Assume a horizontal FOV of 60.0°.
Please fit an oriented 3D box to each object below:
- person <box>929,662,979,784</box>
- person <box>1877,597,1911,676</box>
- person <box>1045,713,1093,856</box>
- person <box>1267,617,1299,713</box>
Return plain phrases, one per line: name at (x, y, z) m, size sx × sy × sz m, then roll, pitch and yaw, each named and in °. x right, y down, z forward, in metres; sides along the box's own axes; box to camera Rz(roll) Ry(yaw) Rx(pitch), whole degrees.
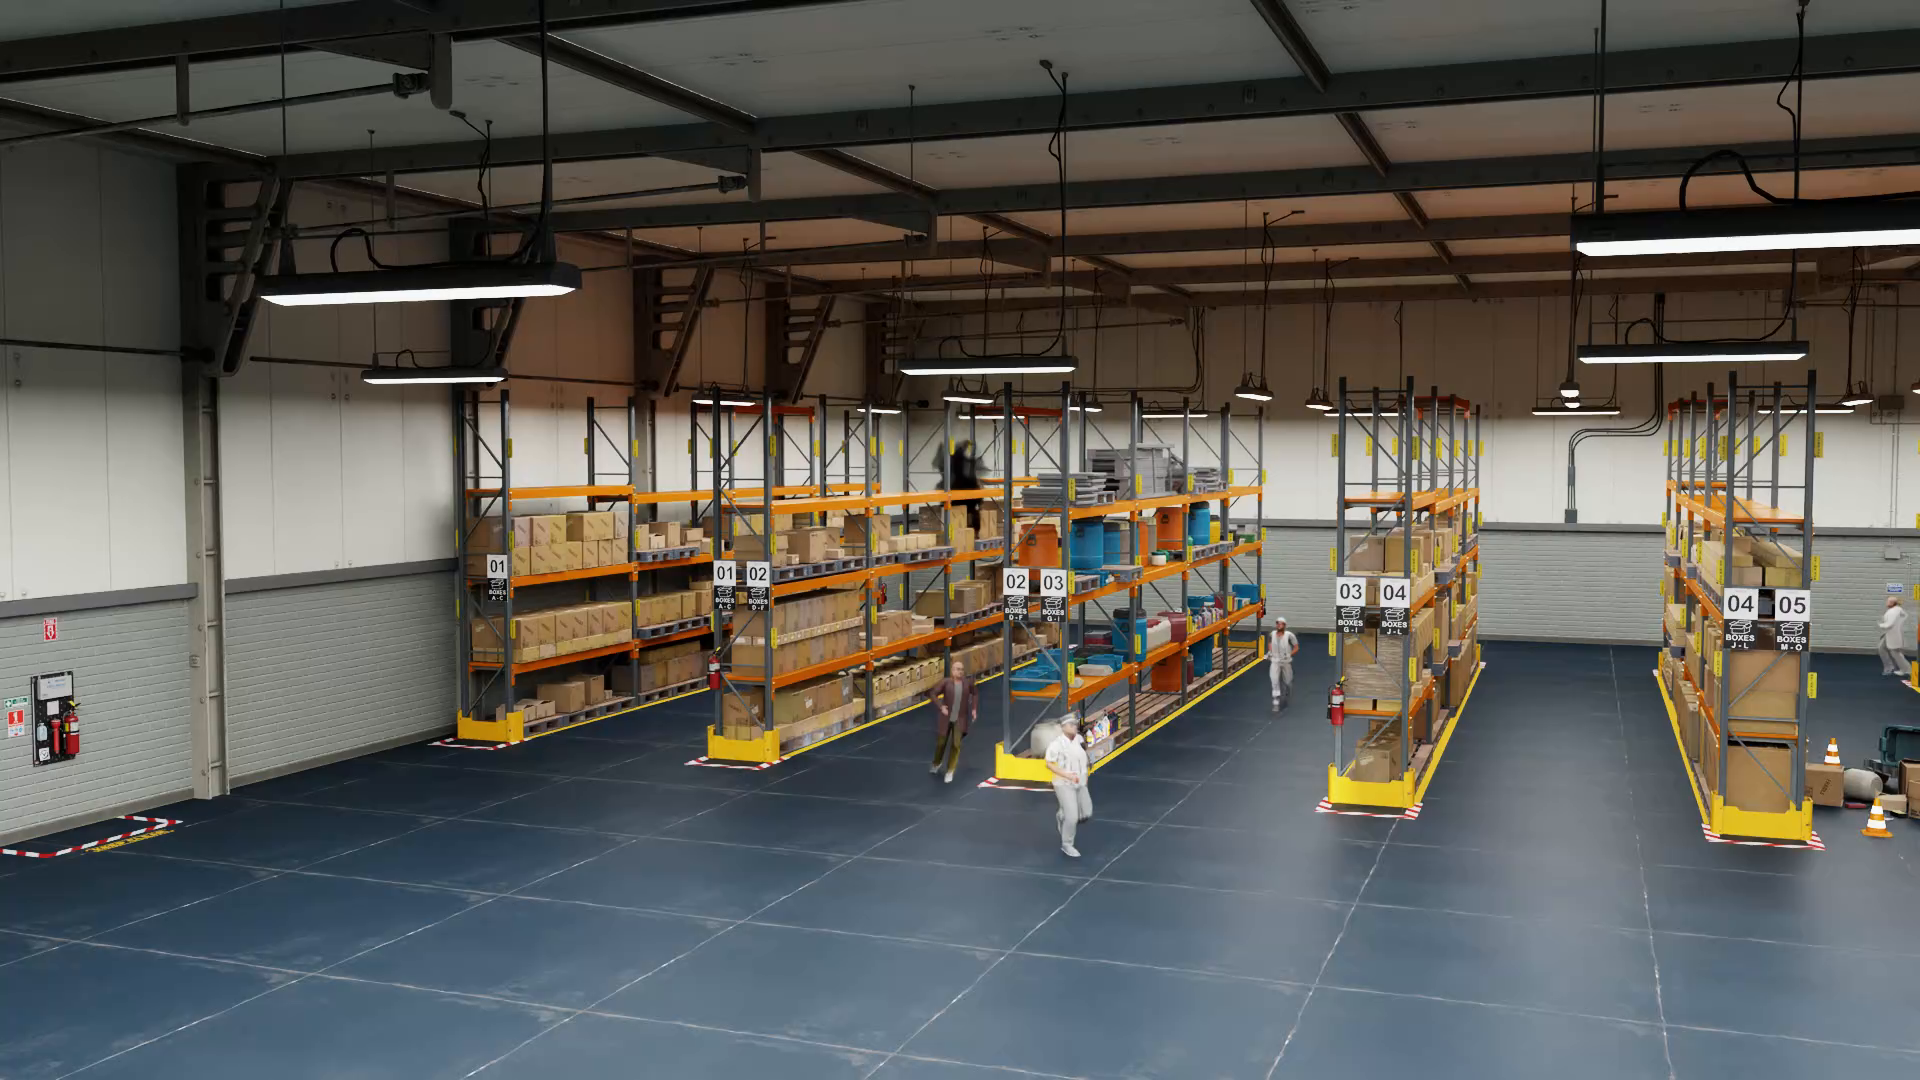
person at (-0.083, 2.745, 25.202) m, size 0.767 × 1.807 × 0.854 m, roll 0°, pitch 3°, yaw -4°
person at (20.438, 2.140, 36.332) m, size 0.734 × 1.804 × 0.714 m, roll 2°, pitch 4°, yaw 28°
person at (1.350, 3.006, 20.592) m, size 0.697 × 1.752 × 0.627 m, roll -3°, pitch 4°, yaw -40°
person at (6.198, 2.369, 31.983) m, size 0.627 × 1.777 × 1.136 m, roll 1°, pitch 3°, yaw 18°
